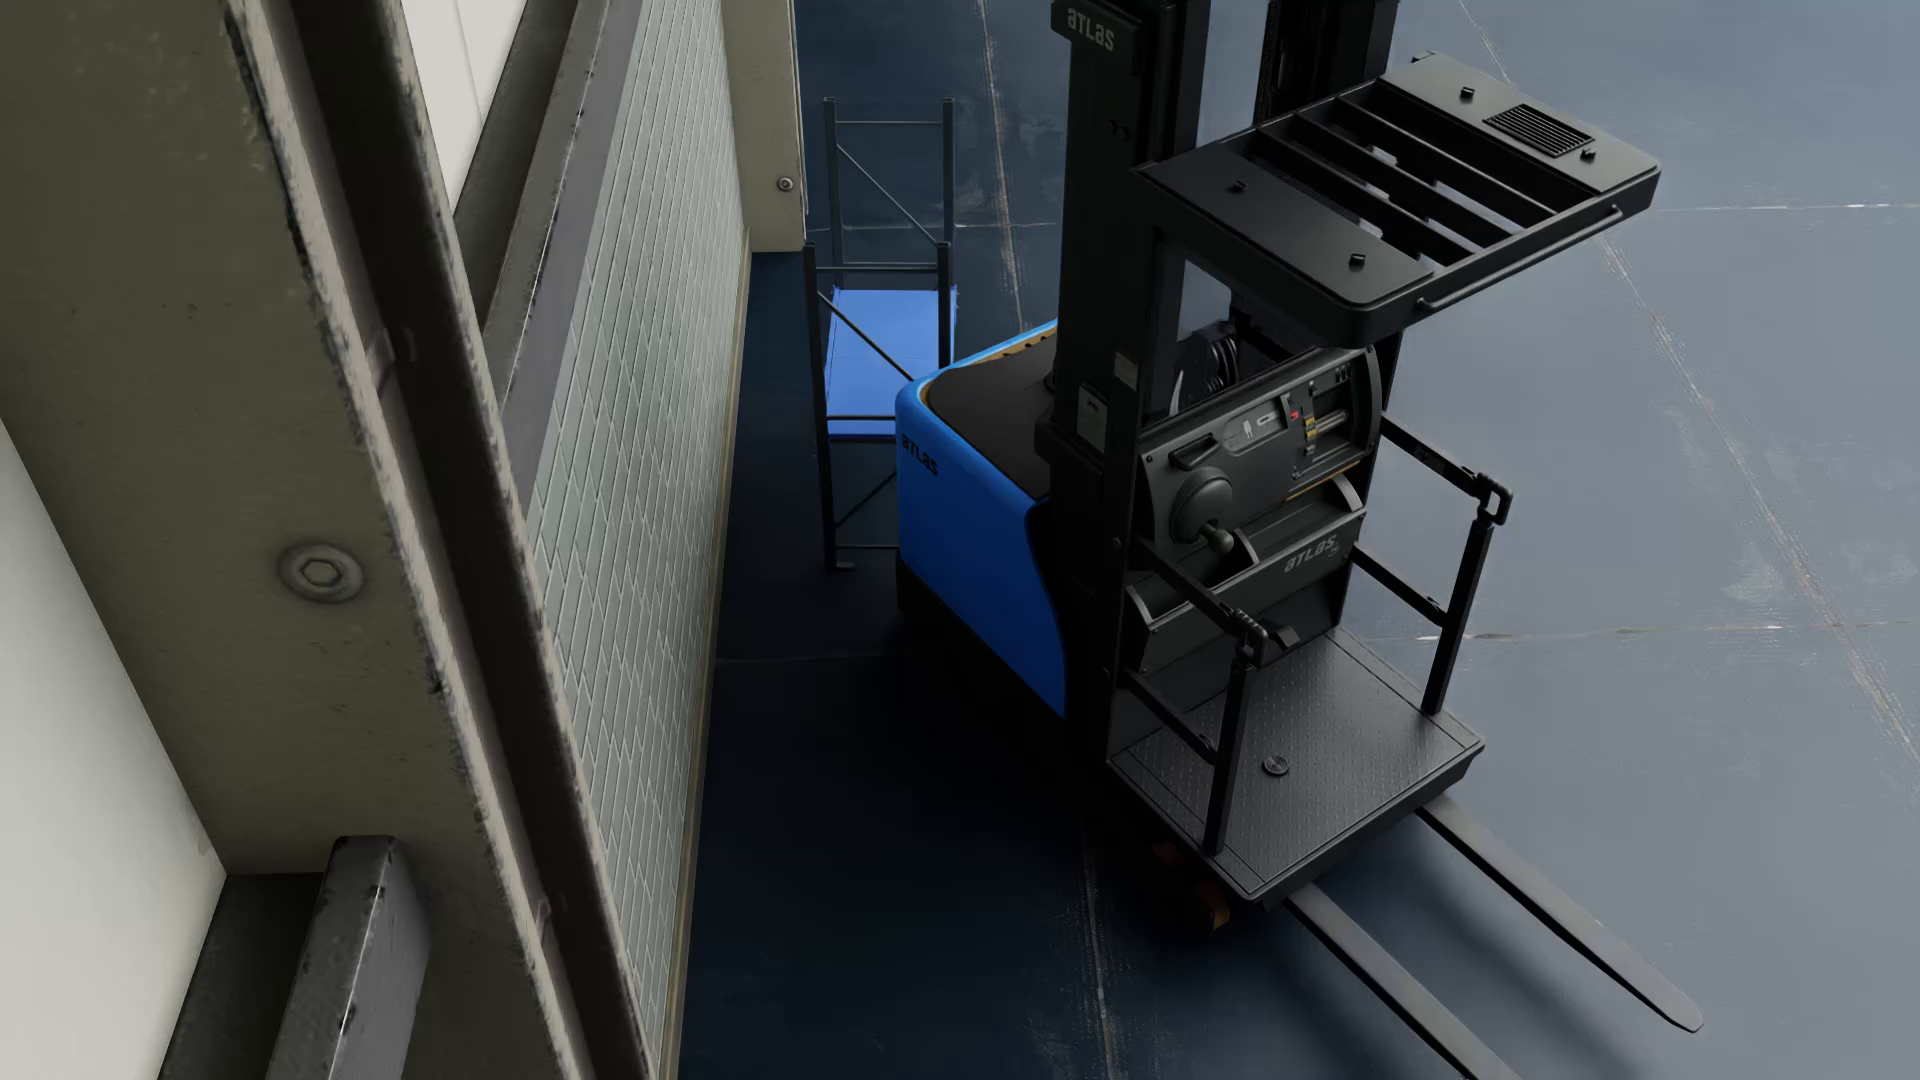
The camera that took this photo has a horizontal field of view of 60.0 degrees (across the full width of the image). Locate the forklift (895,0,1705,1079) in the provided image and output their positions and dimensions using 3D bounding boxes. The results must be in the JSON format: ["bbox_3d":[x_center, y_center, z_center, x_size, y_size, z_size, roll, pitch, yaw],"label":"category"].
[{"bbox_3d":[1.029,-0.197,4.795,1.130,2.935,3.031,-26,49,-26],"label":"forklift"}]

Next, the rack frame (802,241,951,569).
[{"bbox_3d":[-0.283,-0.448,6.129,0.500,1.500,0.032,0,43,0],"label":"rack frame"}]

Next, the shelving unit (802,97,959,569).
[{"bbox_3d":[-0.278,-0.791,6.503,0.538,1.500,1.048,0,43,0],"label":"shelving unit"}]

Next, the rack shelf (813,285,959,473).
[{"bbox_3d":[-0.278,-0.659,6.625,0.538,0.185,1.000,0,43,0],"label":"rack shelf"}]

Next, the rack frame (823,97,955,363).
[{"bbox_3d":[-0.272,-1.135,6.878,0.500,1.500,0.032,0,43,0],"label":"rack frame"}]

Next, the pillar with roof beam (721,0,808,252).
[{"bbox_3d":[3.368,-5.019,5.566,9.100,9.000,0.400,-2,43,-2],"label":"pillar with roof beam"}]
